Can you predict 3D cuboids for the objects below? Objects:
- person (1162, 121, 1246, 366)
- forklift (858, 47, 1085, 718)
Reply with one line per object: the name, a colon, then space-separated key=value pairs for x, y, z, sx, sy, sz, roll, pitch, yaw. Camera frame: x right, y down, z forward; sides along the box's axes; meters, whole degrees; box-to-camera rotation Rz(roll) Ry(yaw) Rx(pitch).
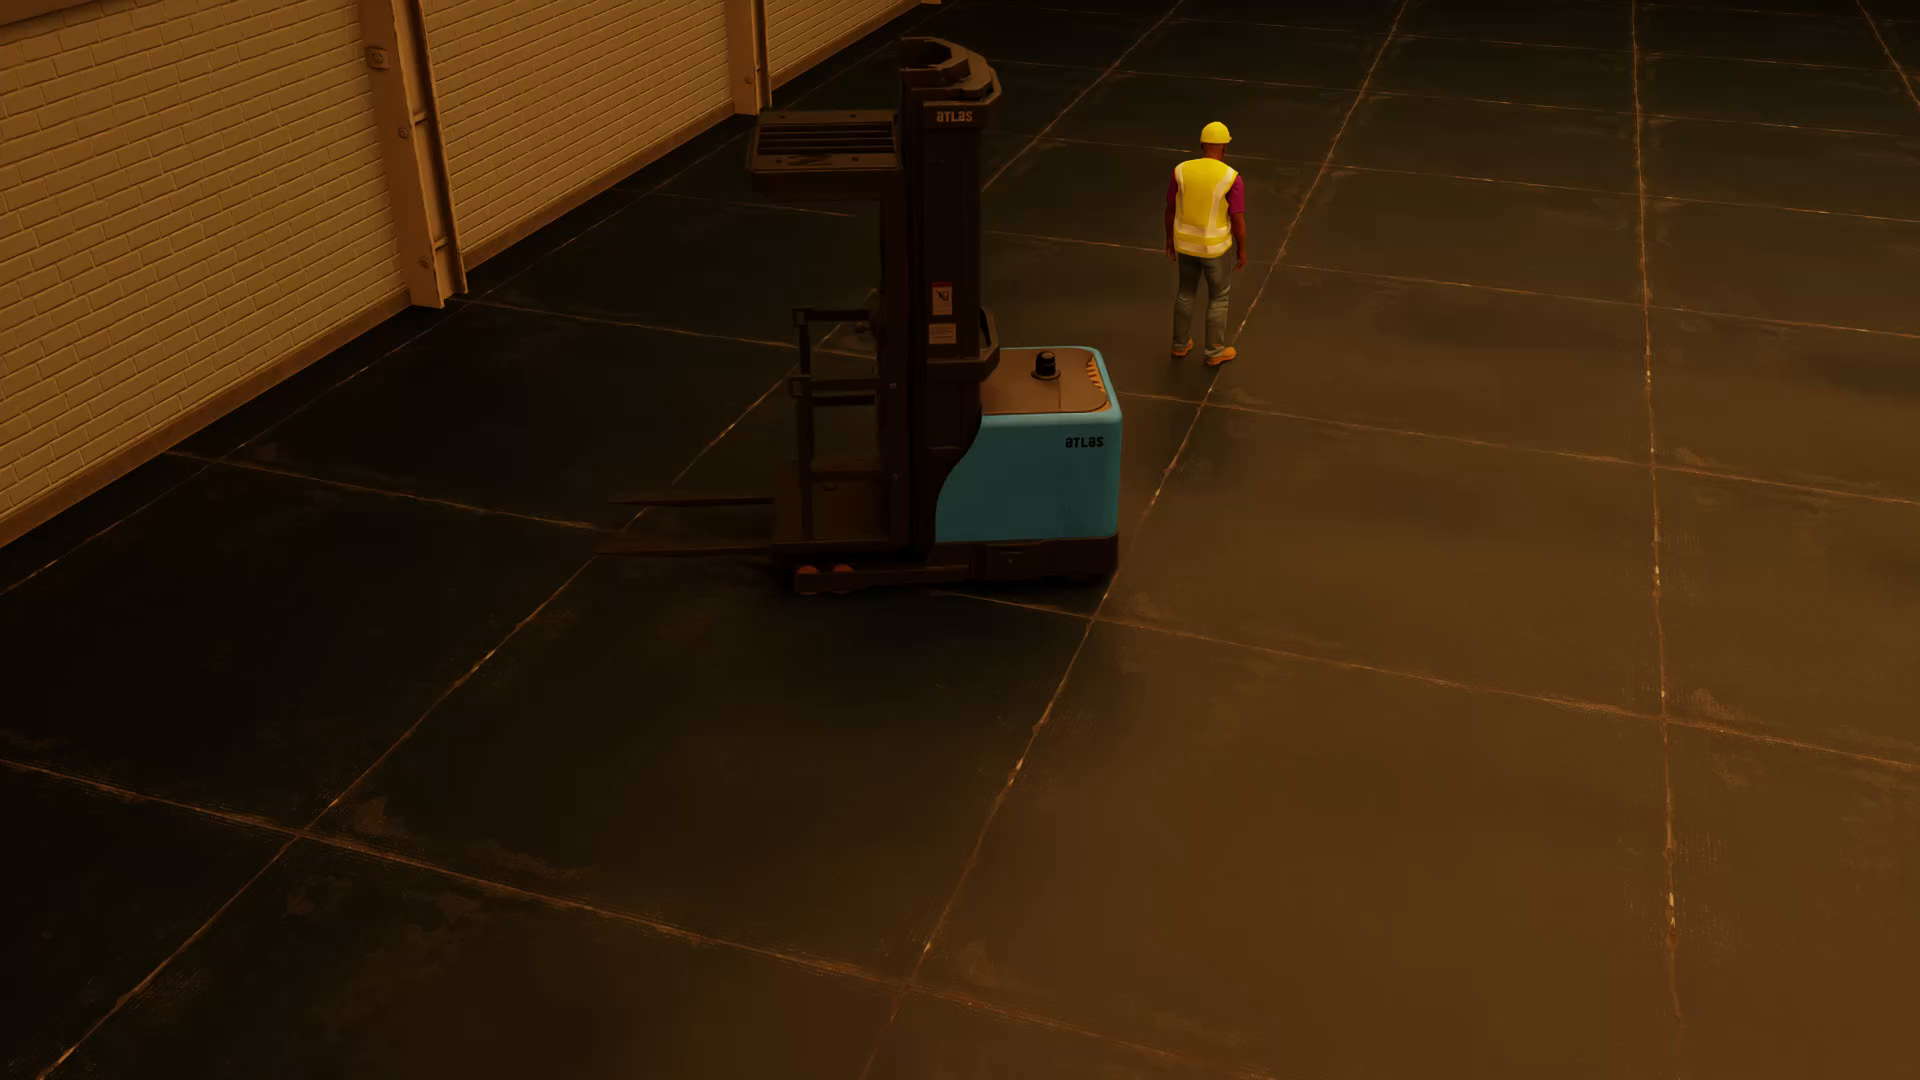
person: x=1.776 y=-2.161 z=12.112 sx=0.635 sy=1.761 sz=0.454 roll=17 pitch=34 yaw=27
forklift: x=0.035 y=-0.972 z=8.842 sx=1.130 sy=2.935 sz=3.031 roll=-2 pitch=30 yaw=-3
